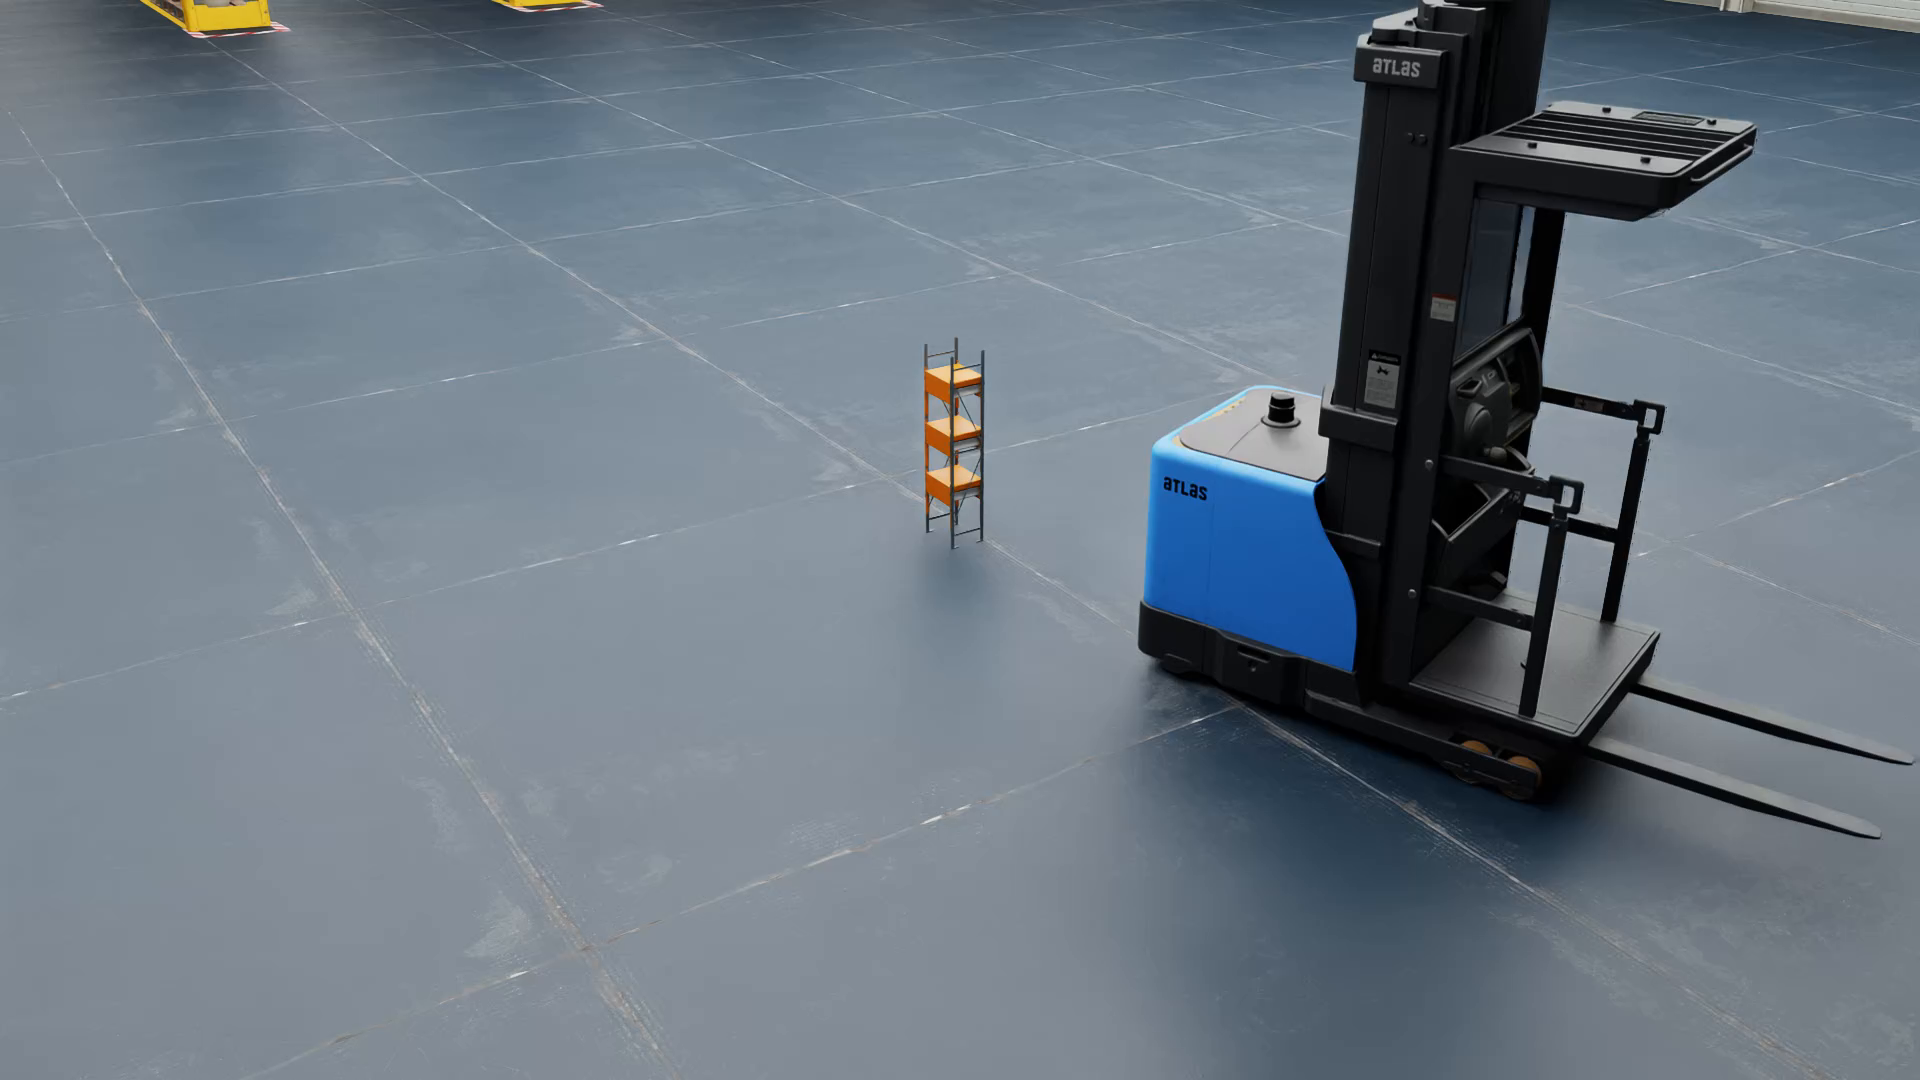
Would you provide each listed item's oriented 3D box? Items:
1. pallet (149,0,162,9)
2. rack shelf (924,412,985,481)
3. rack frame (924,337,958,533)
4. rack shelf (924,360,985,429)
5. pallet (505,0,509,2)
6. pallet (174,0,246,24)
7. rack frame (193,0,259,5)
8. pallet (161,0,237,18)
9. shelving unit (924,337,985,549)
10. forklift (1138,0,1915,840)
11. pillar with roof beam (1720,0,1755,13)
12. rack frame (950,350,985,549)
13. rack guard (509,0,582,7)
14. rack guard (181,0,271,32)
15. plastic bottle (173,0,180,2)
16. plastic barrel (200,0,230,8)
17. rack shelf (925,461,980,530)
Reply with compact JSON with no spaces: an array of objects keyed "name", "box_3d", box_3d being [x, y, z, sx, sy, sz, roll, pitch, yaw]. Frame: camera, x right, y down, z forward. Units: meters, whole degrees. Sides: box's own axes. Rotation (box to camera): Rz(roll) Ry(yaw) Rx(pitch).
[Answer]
[{"name":"pallet","box_3d":[-12.855,-9.033,27.637,1.003,0.211,1.213,-16,29,-30]},{"name":"rack shelf","box_3d":[-0.029,-0.484,8.571,0.215,0.259,0.240,-16,29,-30]},{"name":"rack frame","box_3d":[-0.096,-0.538,8.659,0.200,1.050,0.008,-16,29,-30]},{"name":"rack shelf","box_3d":[-0.029,-0.741,8.450,0.215,0.259,0.240,-16,29,-30]},{"name":"pallet","box_3d":[-7.309,-9.332,28.272,1.003,0.211,1.213,-16,29,-30]},{"name":"pallet","box_3d":[-11.523,-8.160,25.788,1.003,0.211,1.213,-16,29,-30]},{"name":"rack frame","box_3d":[-11.003,-9.113,24.541,1.000,3.000,0.127,-16,29,-30]},{"name":"pallet","box_3d":[-12.185,-8.596,26.712,1.003,0.211,1.213,-16,29,-30]},{"name":"shelving unit","box_3d":[-0.029,-0.494,8.566,0.215,1.050,0.252,-16,29,-30]},{"name":"forklift","box_3d":[2.290,-0.556,6.495,3.031,2.935,1.130,18,31,33]},{"name":"pillar with roof beam","box_3d":[8.925,-11.612,22.806,9.100,9.000,0.400,-16,29,-30]},{"name":"rack frame","box_3d":[0.037,-0.450,8.474,0.200,1.050,0.008,-16,29,-30]},{"name":"rack guard","box_3d":[-6.895,-9.164,27.577,1.175,0.500,0.348,-16,29,-30]},{"name":"rack guard","box_3d":[-11.084,-7.999,25.109,1.175,0.500,0.348,-16,29,-30]},{"name":"plastic bottle","box_3d":[-12.373,-8.601,26.219,0.097,0.201,0.097,0,25,0]},{"name":"plastic barrel","box_3d":[-11.427,-8.396,25.443,0.421,0.512,0.421,0,25,0]},{"name":"rack shelf","box_3d":[-0.029,-0.233,8.690,0.215,0.259,0.240,-16,29,-30]}]
